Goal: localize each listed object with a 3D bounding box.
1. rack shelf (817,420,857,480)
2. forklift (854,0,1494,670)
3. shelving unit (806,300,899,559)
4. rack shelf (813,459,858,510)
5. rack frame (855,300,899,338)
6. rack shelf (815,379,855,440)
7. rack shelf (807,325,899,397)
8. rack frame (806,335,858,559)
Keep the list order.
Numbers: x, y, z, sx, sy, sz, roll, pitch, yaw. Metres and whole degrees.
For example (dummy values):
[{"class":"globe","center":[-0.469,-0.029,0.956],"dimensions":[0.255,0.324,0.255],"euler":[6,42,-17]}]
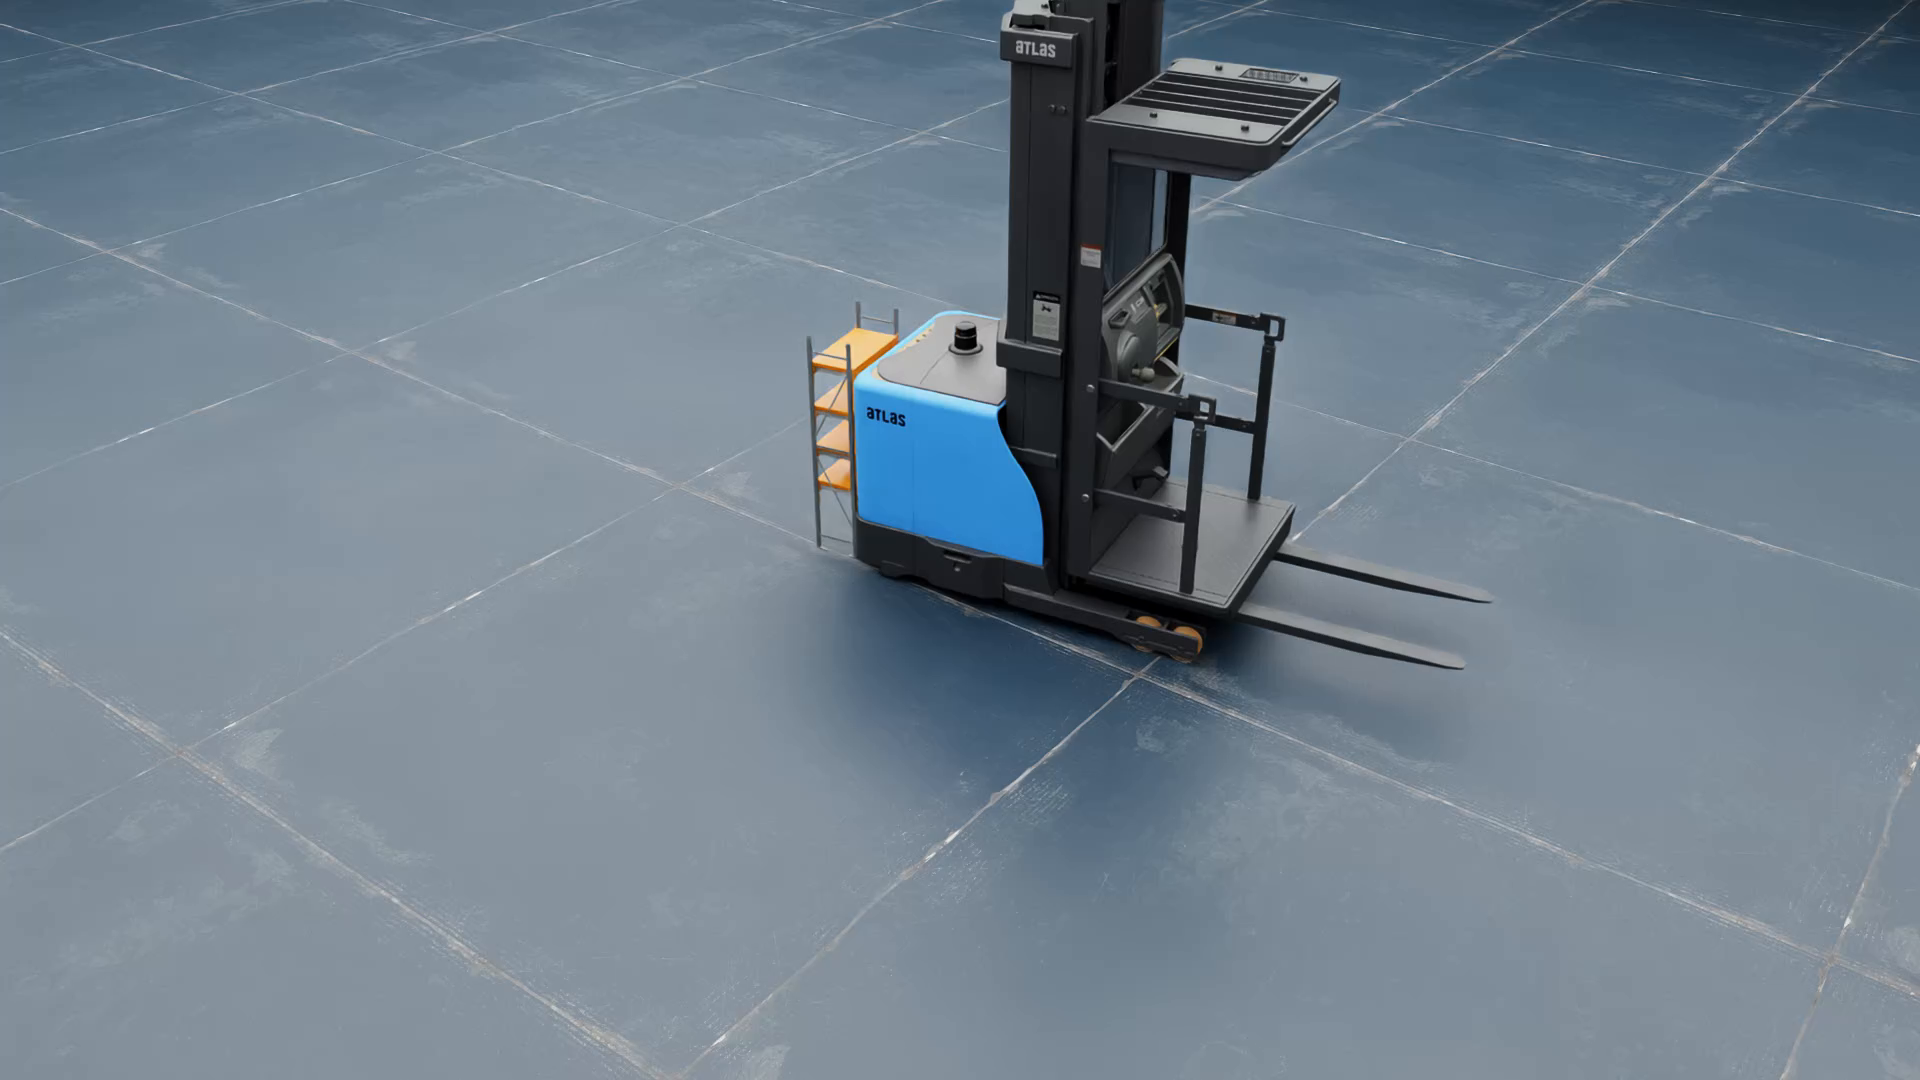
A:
[{"class":"rack shelf","center":[-0.528,-0.503,8.554],"dimensions":[0.258,0.148,0.480],"euler":[14,33,22]},{"class":"forklift","center":[1.025,-0.998,7.559],"dimensions":[3.031,2.935,1.130],"euler":[14,34,23]},{"class":"shelving unit","center":[-0.528,-0.561,8.520],"dimensions":[0.258,1.200,0.503],"euler":[14,33,22]},{"class":"rack shelf","center":[-0.528,-0.333,8.656],"dimensions":[0.258,0.148,0.480],"euler":[14,33,22]},{"class":"rack frame","center":[-0.421,-0.673,8.709],"dimensions":[0.240,1.200,0.015],"euler":[14,33,22]},{"class":"rack shelf","center":[-0.528,-0.696,8.440],"dimensions":[0.258,0.148,0.480],"euler":[14,33,22]},{"class":"rack shelf","center":[-0.528,-0.899,8.320],"dimensions":[0.258,0.148,0.480],"euler":[14,33,22]},{"class":"rack frame","center":[-0.636,-0.450,8.332],"dimensions":[0.240,1.200,0.015],"euler":[14,33,22]}]
